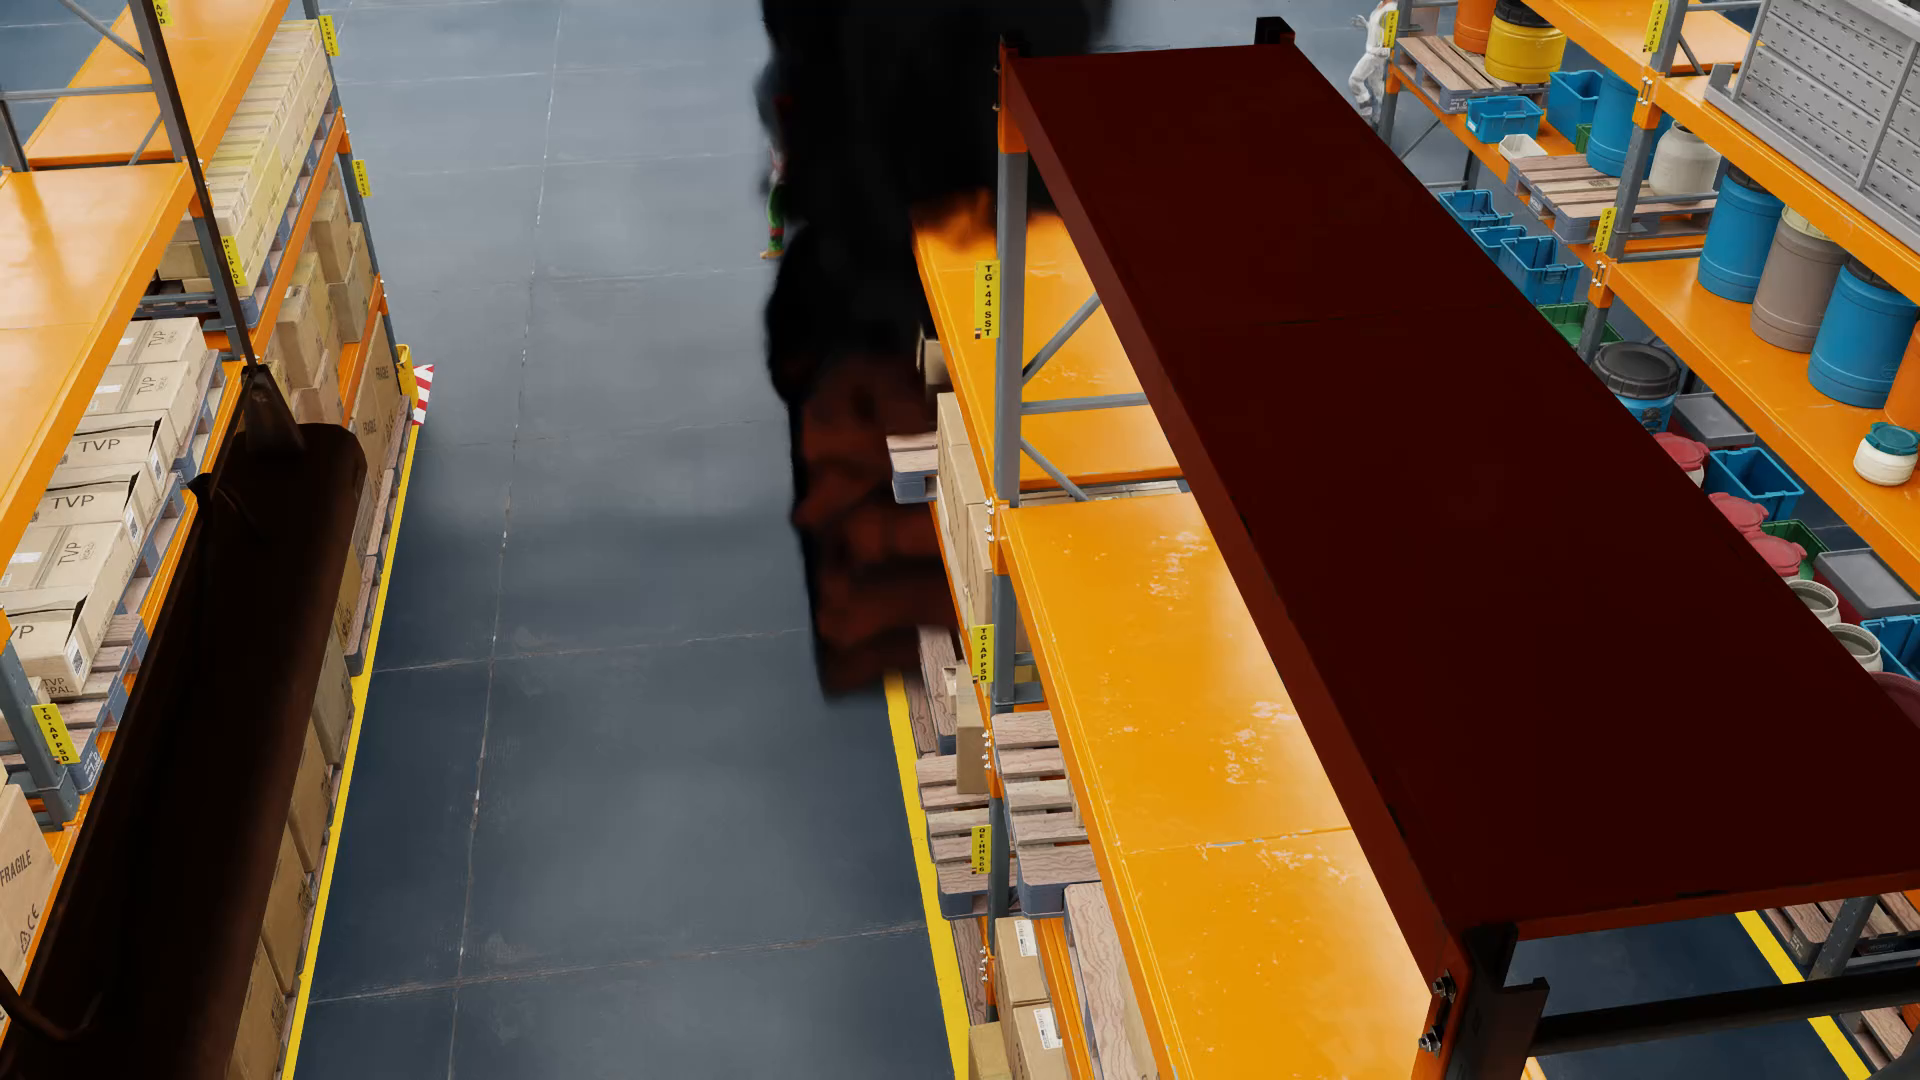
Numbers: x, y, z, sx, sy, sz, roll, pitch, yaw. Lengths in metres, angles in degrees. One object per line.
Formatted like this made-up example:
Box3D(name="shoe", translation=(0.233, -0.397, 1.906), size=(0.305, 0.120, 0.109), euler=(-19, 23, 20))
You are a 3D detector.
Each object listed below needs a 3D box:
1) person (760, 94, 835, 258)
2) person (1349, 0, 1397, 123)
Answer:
Box3D(name="person", translation=(-1.663, -3.616, 16.859), size=(0.979, 1.814, 0.674), euler=(20, 41, 25))
Box3D(name="person", translation=(4.947, -5.797, 19.847), size=(0.685, 1.820, 0.631), euler=(7, 37, 9))
